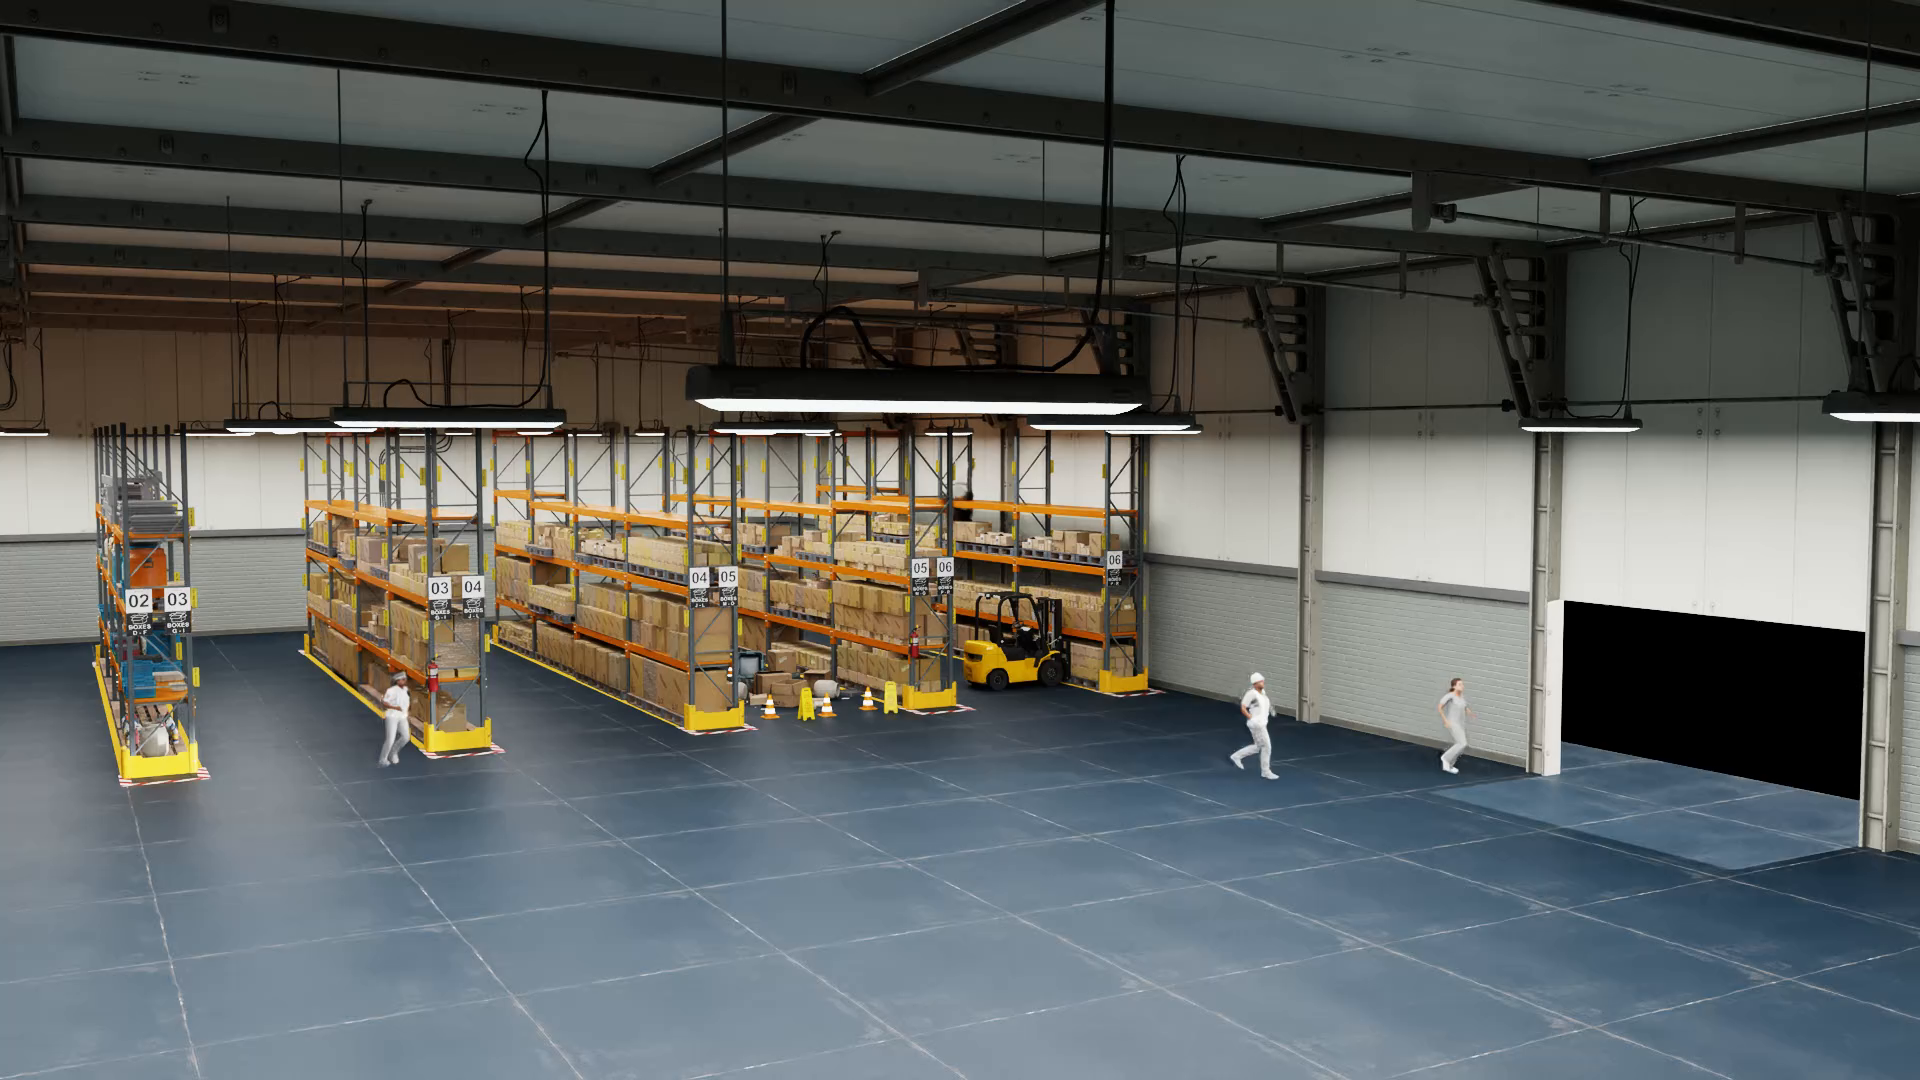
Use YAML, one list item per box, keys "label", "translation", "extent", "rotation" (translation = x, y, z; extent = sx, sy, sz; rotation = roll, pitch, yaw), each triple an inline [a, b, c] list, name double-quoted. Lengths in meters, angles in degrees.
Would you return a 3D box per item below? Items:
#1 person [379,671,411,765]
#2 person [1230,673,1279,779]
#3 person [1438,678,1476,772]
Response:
- label: "person"
  translation: [-9.851, 3.125, 29.265]
  extent: [0.554, 1.626, 0.586]
  rotation: [3, 5, 41]
- label: "person"
  translation: [5.002, 3.137, 28.179]
  extent: [0.843, 1.780, 0.672]
  rotation: [1, 4, 23]
- label: "person"
  translation: [8.527, 3.174, 28.469]
  extent: [0.573, 1.637, 0.568]
  rotation: [-3, 4, -38]
